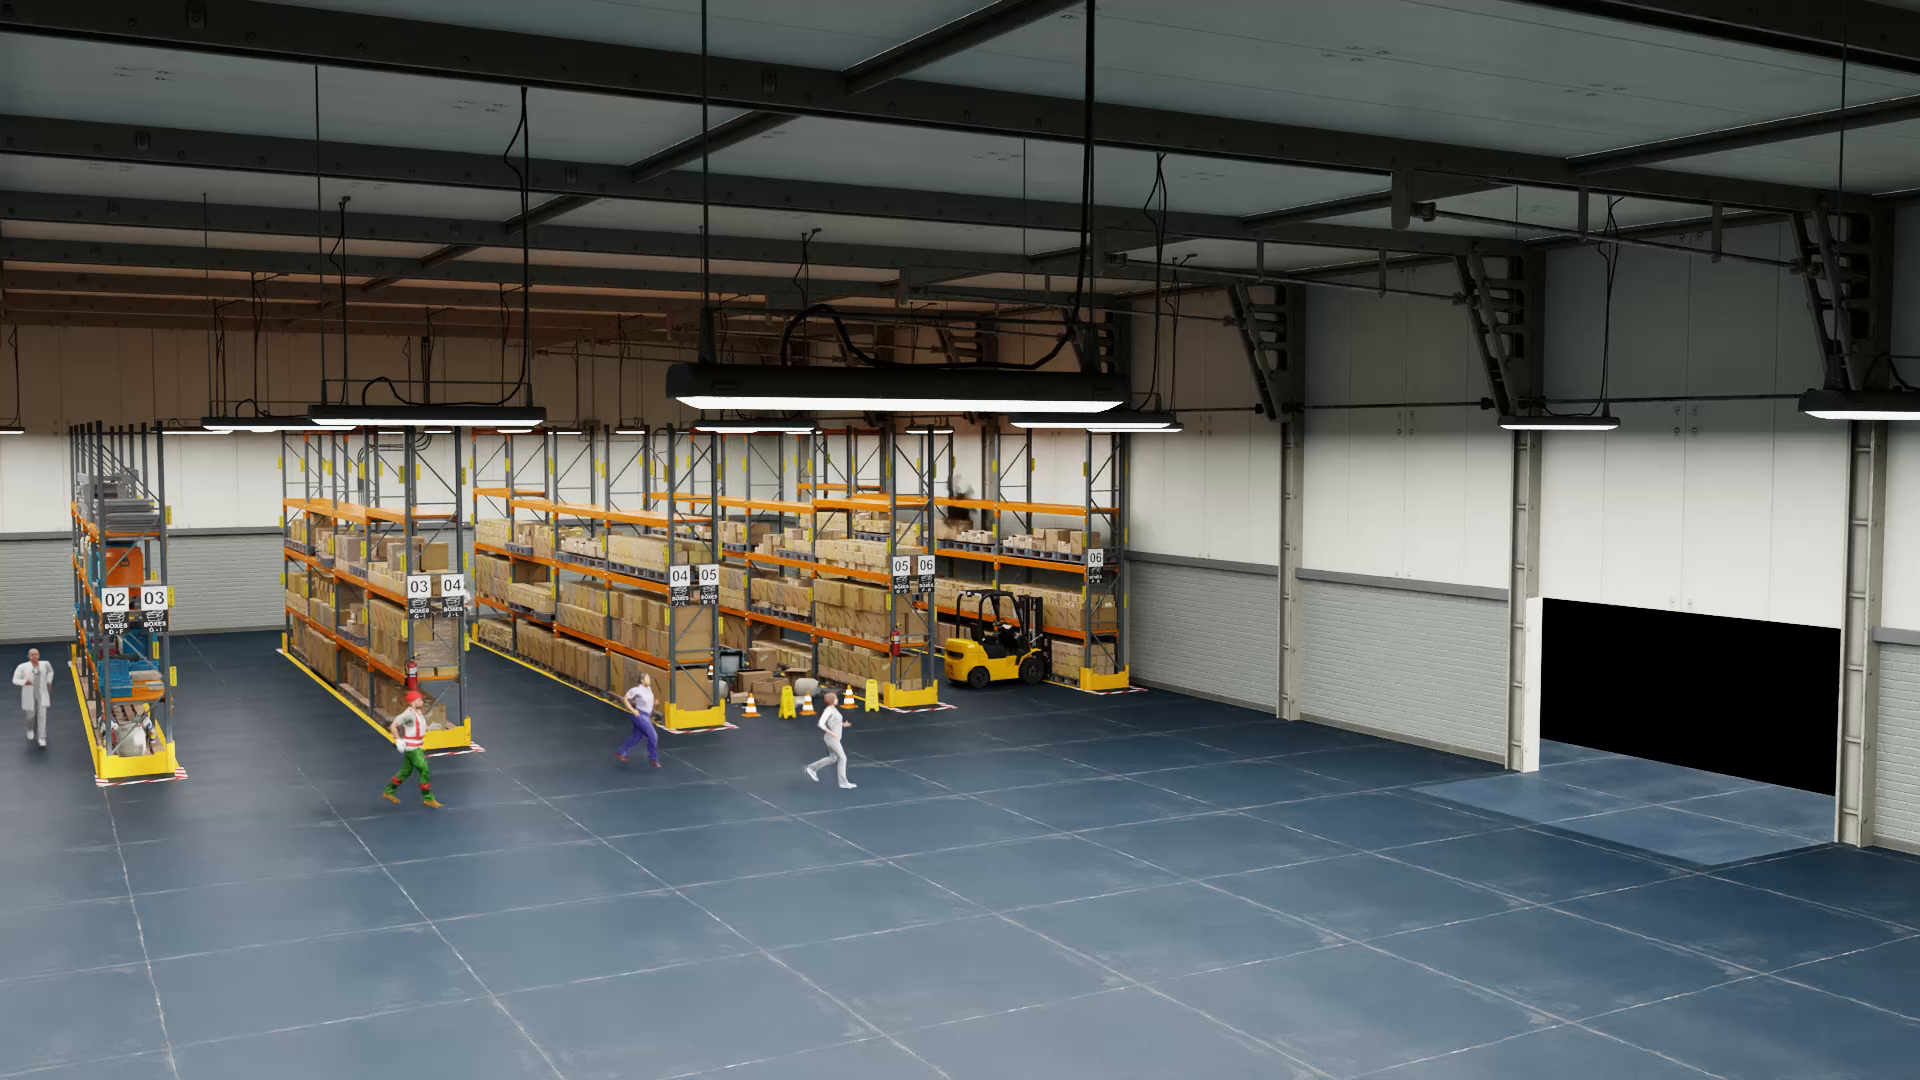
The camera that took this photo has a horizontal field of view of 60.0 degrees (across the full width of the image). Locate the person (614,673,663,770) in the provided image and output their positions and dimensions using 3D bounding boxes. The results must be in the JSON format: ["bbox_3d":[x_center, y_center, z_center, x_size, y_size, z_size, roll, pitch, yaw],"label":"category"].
[{"bbox_3d":[-5.567,3.141,28.831,0.912,1.704,0.574,0,4,4],"label":"person"}]

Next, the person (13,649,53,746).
[{"bbox_3d":[-17.166,2.893,30.863,0.714,1.763,1.081,-3,5,-39],"label":"person"}]

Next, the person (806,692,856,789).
[{"bbox_3d":[-2.106,3.258,27.036,0.822,1.571,0.504,0,4,2],"label":"person"}]

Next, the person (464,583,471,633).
[{"bbox_3d":[-14.196,2.009,47.505,0.632,1.631,0.517,3,5,41],"label":"person"}]

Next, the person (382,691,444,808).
[{"bbox_3d":[-8.429,3.220,25.560,0.938,1.814,0.654,0,4,-7],"label":"person"}]
